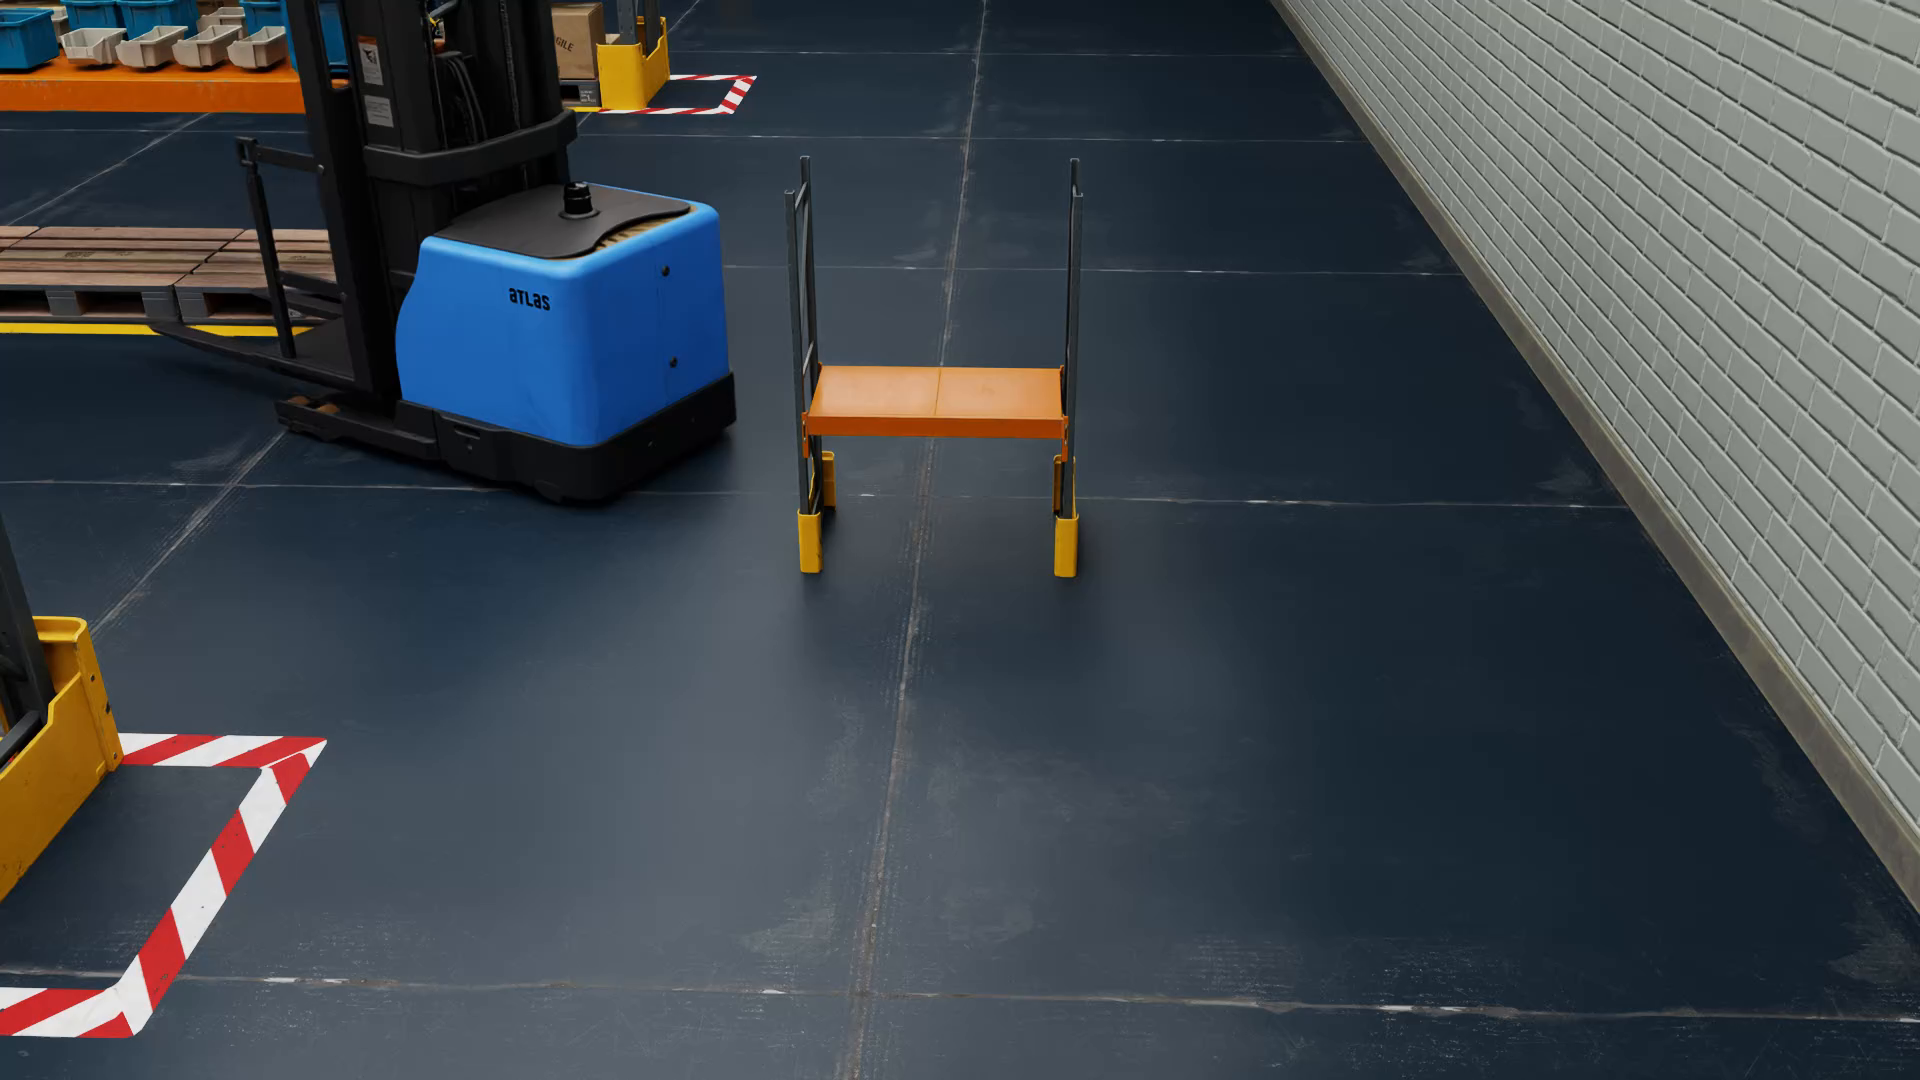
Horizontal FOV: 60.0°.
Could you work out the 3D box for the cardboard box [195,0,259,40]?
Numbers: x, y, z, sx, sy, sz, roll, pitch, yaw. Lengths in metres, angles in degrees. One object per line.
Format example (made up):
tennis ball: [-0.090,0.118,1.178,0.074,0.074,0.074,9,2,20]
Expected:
cardboard box: [-5.999,-4.285,13.830,0.500,0.500,0.500,1,28,2]

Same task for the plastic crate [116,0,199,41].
plastic crate: [-4.310,-2.820,8.981,0.300,0.233,0.416,1,28,2]

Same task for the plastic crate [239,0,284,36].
plastic crate: [-3.652,-2.809,8.960,0.300,0.233,0.416,1,28,2]

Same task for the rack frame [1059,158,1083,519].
rack frame: [0.423,-0.656,6.386,0.032,1.500,0.500,1,28,2]

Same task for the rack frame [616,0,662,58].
rack frame: [-2.581,-5.006,12.990,0.127,3.000,1.000,1,28,2]

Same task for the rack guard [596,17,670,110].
rack guard: [-2.657,-3.902,13.578,0.348,0.500,1.175,1,28,2]

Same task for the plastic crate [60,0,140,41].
plastic crate: [-4.610,-2.824,8.990,0.300,0.233,0.416,1,28,2]

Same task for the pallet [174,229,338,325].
pallet: [-3.582,-1.487,9.329,1.213,0.211,1.003,1,28,2]

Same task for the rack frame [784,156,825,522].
rack frame: [-0.593,-0.672,6.417,0.032,1.500,0.500,1,28,2]

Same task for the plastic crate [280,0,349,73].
plastic crate: [-3.101,-2.647,8.439,0.499,0.435,0.616,1,28,2]

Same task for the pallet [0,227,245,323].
pallet: [-4.798,-1.508,9.370,1.213,0.211,1.003,1,28,2]

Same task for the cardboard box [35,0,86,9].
cardboard box: [-7.082,-4.036,13.359,0.500,0.500,0.500,1,28,2]

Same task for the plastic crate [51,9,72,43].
plastic crate: [-5.006,-2.775,9.000,0.466,0.136,0.293,1,28,2]

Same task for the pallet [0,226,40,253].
pallet: [-6.021,-1.527,9.405,1.213,0.211,1.003,1,28,2]

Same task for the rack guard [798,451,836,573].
rack guard: [-0.574,-0.120,6.709,0.087,0.250,0.587,1,28,2]

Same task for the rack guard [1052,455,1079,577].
rack guard: [0.421,-0.103,6.678,0.087,0.250,0.587,1,28,2]

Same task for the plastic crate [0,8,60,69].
plastic crate: [-4.821,-2.553,8.479,0.300,0.233,0.416,1,28,2]

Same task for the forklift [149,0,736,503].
forklift: [-2.564,-1.944,7.287,3.031,2.935,1.130,15,31,26]

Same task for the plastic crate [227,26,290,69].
plastic crate: [-3.581,-2.526,8.529,0.243,0.136,0.396,1,28,2]

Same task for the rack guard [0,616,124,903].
rack guard: [-2.910,0.736,4.828,0.348,0.500,1.175,1,28,2]

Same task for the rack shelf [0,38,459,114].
rack shelf: [-4.758,-2.402,8.847,4.000,0.370,1.077,1,28,2]

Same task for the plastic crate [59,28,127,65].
plastic crate: [-4.446,-2.527,8.531,0.250,0.136,0.298,1,28,2]

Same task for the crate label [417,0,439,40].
crate label: [-2.994,-2.798,8.940,0.303,0.233,0.416,1,28,2]

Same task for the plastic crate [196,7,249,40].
plastic crate: [-3.990,-2.810,9.067,0.298,0.136,0.250,1,28,2]

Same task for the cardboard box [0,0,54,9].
cardboard box: [-7.575,-4.048,13.382,0.500,0.500,0.500,1,28,2]

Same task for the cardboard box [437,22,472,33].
cardboard box: [-4.114,-4.143,13.829,0.500,0.250,0.500,1,28,2]

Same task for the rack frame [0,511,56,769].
rack frame: [-2.934,-0.369,4.243,0.127,3.000,1.000,1,28,2]

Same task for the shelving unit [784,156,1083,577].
shelving unit: [-0.076,-0.664,6.401,1.083,1.500,0.587,1,28,2]

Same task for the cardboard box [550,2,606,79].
cardboard box: [-3.133,-3.989,13.272,0.500,0.500,0.500,1,28,2]

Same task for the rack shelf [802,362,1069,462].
rack shelf: [-0.085,-0.505,6.486,1.000,0.185,0.538,1,28,2]

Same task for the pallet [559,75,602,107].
pallet: [-3.454,-3.787,13.669,1.213,0.211,1.003,1,28,2]

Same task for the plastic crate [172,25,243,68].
plastic crate: [-3.870,-2.537,8.551,0.243,0.136,0.396,1,28,2]

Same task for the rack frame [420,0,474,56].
rack frame: [-2.759,-2.687,8.616,0.127,3.000,1.000,1,28,2]

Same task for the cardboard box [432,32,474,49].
cardboard box: [-4.081,-3.908,13.386,0.500,0.250,0.500,1,28,2]

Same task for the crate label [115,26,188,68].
crate label: [-4.149,-2.530,8.538,0.243,0.136,0.396,1,28,2]

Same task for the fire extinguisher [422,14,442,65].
fire extinguisher: [-2.625,-2.273,8.316,0.183,0.674,0.296,1,28,2]

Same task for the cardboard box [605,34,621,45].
cardboard box: [-2.987,-4.108,13.871,0.250,0.149,0.380,1,28,2]
